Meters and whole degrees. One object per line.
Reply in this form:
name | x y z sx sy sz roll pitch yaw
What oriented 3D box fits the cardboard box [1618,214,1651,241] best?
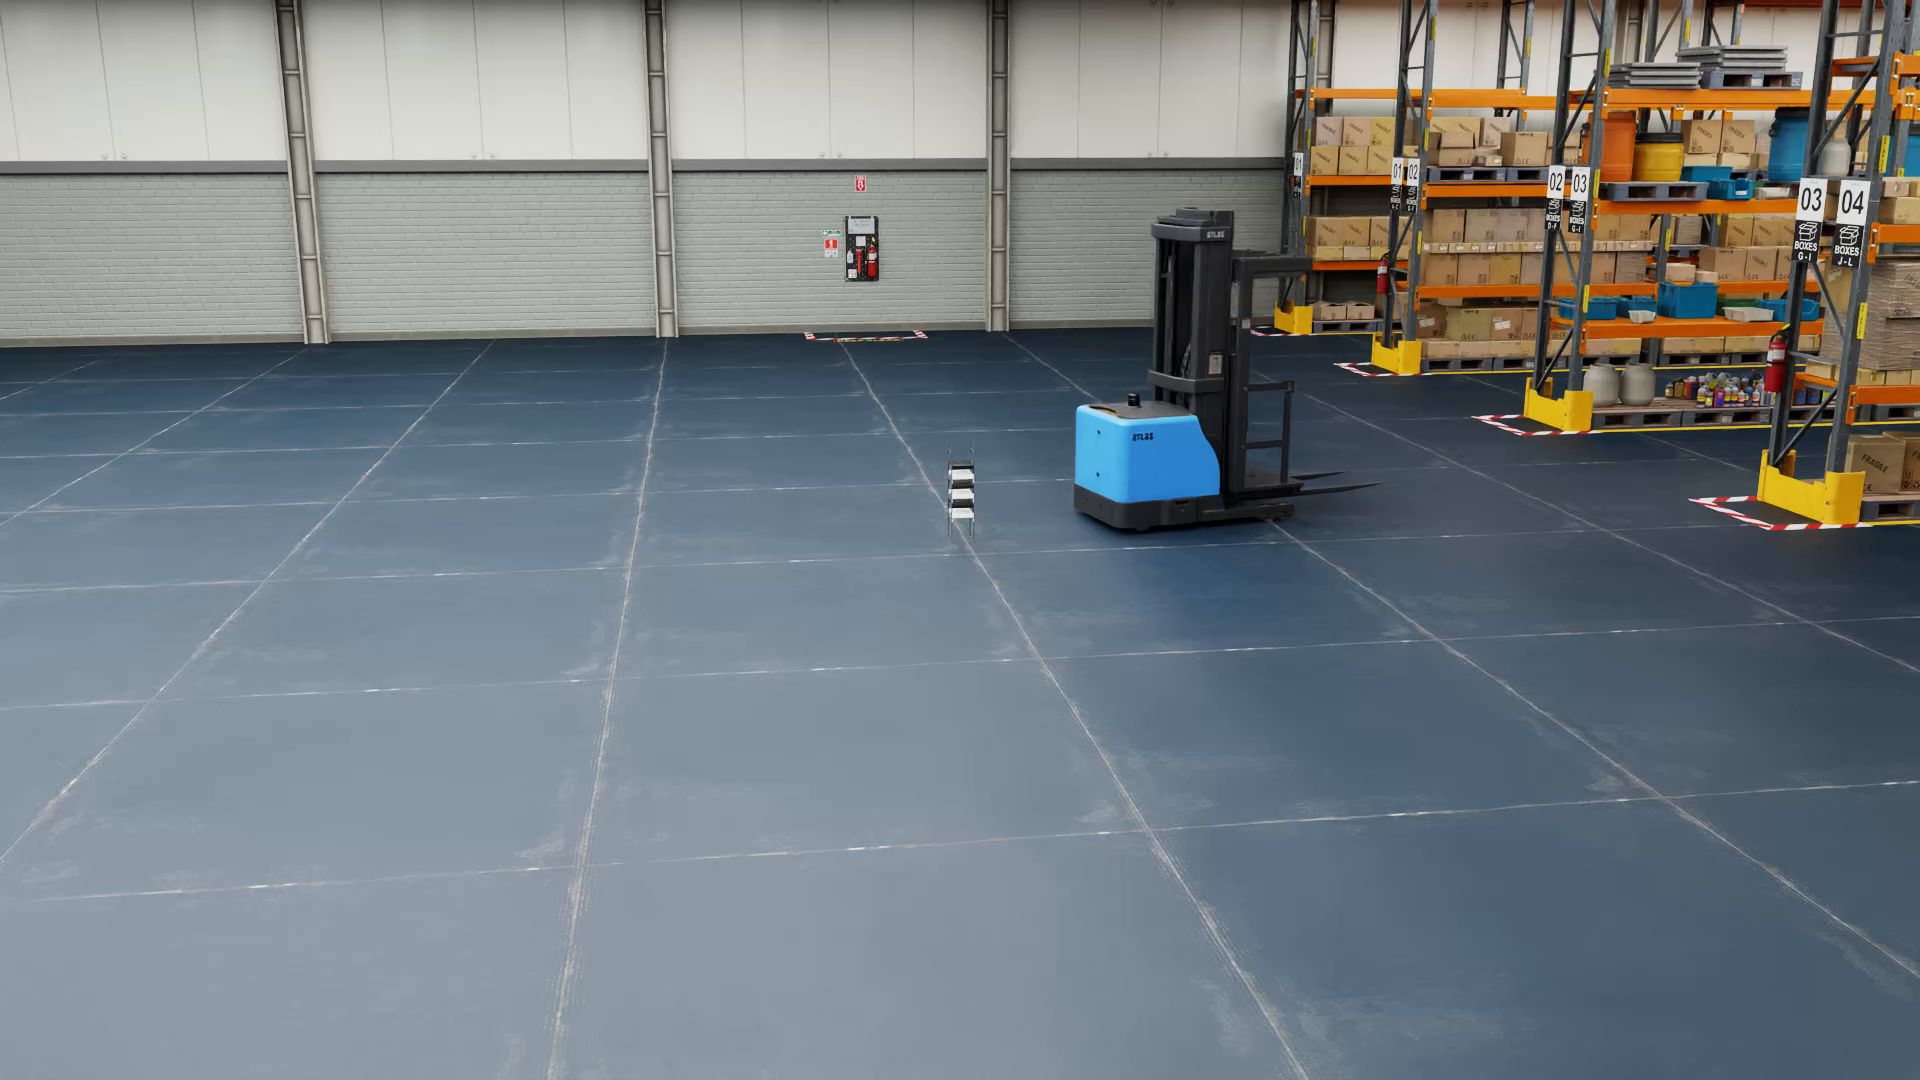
cardboard box | 10.315 -4.929 25.864 0.500 0.500 0.700 -2 14 -8

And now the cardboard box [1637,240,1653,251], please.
cardboard box | 10.516 -4.570 25.769 0.250 0.149 0.380 -2 14 -8

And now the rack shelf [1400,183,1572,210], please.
rack shelf | 8.775 -5.302 25.538 4.000 0.370 1.077 -2 14 -8

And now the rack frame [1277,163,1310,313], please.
rack frame | 6.056 -5.315 30.277 0.127 3.000 1.000 -2 14 -8

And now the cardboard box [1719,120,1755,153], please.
cardboard box | 11.928 -6.257 25.771 0.500 0.500 0.500 -1 14 -3

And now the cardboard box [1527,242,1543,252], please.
cardboard box | 8.738 -4.505 25.507 0.250 0.149 0.380 -2 14 -8

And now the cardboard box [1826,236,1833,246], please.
cardboard box | 16.502 -5.838 31.504 0.500 0.500 0.500 -2 14 -8

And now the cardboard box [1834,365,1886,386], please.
cardboard box | 8.587 -1.572 15.868 0.250 0.149 0.380 -2 14 -8

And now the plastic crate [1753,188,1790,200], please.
plastic crate | 9.960 -4.249 20.401 0.396 0.136 0.243 -2 14 -8

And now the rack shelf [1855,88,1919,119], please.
rack shelf | 13.465 -5.516 21.049 4.000 0.370 1.077 -2 14 -8

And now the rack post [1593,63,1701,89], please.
rack post | 8.298 -5.596 20.093 0.954 0.300 0.937 -1 14 -2

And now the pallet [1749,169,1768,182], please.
pallet | 12.945 -5.690 25.992 1.213 0.211 1.003 -1 14 -6

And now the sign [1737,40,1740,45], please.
sign | 14.057 -8.876 30.061 0.005 0.325 0.100 -2 14 -8

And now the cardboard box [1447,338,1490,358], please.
cardboard box | 7.855 -2.979 25.750 0.500 0.250 0.500 -2 14 -8

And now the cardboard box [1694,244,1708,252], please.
cardboard box | 14.250 -5.566 31.754 0.250 0.149 0.380 -2 14 -7

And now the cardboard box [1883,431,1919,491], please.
cardboard box | 9.476 -0.780 16.471 0.500 0.500 0.500 2 14 6

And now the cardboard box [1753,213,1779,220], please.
cardboard box | 14.985 -6.145 31.188 0.500 0.250 0.500 -2 14 -9

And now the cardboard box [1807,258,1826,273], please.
cardboard box | 13.795 -4.385 26.750 0.500 0.311 0.500 -2 14 -9

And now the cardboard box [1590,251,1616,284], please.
cardboard box | 9.794 -4.279 25.940 0.500 0.500 0.700 -2 14 -9

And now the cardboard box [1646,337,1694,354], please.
cardboard box | 11.189 -3.094 26.209 0.500 0.250 0.500 -2 14 -10

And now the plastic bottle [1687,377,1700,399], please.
plastic bottle | 9.552 -1.977 21.646 0.133 0.283 0.061 -2 14 -8

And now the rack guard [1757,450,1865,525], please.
rack guard | 8.345 -0.531 16.340 0.348 0.500 1.175 -2 14 -8

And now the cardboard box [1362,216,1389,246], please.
cardboard box | 7.575 -5.594 30.113 0.500 0.500 0.500 -3 14 -10

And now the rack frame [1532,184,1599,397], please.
rack frame | 7.532 -2.932 20.775 0.127 3.000 1.000 -2 14 -8

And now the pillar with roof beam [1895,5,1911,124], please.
pillar with roof beam | 19.127 -7.858 28.083 0.400 9.000 9.100 -2 14 -8

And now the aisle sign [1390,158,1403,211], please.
aisle sign | 6.689 -5.453 25.483 0.004 0.787 0.394 -2 14 -8

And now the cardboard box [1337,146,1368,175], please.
cardboard box | 6.960 -6.791 29.750 0.500 0.500 0.500 -1 14 -5

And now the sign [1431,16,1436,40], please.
sign | 6.874 -7.430 24.131 0.005 0.325 0.100 -2 14 -8

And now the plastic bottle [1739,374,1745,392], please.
plastic bottle | 10.271 -2.041 21.900 0.133 0.283 0.061 -1 14 -6

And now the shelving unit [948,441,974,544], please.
shelving unit | 0.008 -0.437 15.142 0.210 0.900 0.258 -2 14 -8

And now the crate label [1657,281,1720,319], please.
crate label | 9.312 -3.081 21.296 0.616 0.435 0.502 -2 14 -8

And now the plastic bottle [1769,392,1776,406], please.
plastic bottle | 10.384 -1.894 21.178 0.185 0.351 0.144 -2 14 -9

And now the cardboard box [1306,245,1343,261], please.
cardboard box | 6.586 -5.193 30.059 0.500 0.250 0.500 -3 14 -10

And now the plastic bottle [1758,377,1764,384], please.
plastic bottle | 10.502 -2.003 21.776 0.097 0.271 0.097 0 14 0

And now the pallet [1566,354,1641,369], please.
pallet | 9.960 -2.897 26.369 1.213 0.211 1.003 -2 14 -8

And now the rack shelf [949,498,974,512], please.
rack shelf | 0.008 -0.317 15.172 0.200 0.077 0.258 -2 14 -8

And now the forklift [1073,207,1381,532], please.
forklift | 2.676 -1.707 16.033 3.031 2.935 1.130 -6 15 -21

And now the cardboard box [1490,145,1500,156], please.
cardboard box | 8.447 -5.932 25.604 0.500 0.311 0.500 0 14 -2

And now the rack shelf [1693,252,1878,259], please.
rack shelf | 15.944 -5.329 31.810 4.000 0.370 1.077 -2 14 -8

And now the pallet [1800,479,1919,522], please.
pallet | 9.153 -0.412 16.458 1.213 0.211 1.003 -2 14 -8

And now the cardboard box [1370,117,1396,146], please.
cardboard box | 7.482 -7.296 29.708 0.500 0.500 0.500 -2 14 -7

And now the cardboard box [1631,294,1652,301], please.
cardboard box | 12.736 -4.577 31.567 0.500 0.500 0.700 -2 14 -8

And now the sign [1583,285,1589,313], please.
sign | 7.609 -2.934 20.213 0.005 0.325 0.100 -2 14 -8

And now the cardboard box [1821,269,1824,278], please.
cardboard box | 13.860 -4.193 26.318 0.250 0.149 0.380 -2 14 -8

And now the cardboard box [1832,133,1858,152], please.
cardboard box | 16.495 -7.426 31.416 0.500 0.500 0.700 -2 14 -9

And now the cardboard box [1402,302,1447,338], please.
cardboard box | 7.284 -3.448 26.082 0.500 0.500 0.500 -2 14 -8

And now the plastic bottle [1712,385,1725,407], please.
plastic bottle | 9.598 -1.822 21.030 0.133 0.283 0.061 -2 14 -7

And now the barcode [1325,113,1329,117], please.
barcode | 6.683 -7.741 30.288 0.075 0.075 0.001 -2 14 -8

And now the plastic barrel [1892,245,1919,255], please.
plastic barrel | 11.914 -3.261 21.057 0.708 0.901 0.600 -2 14 -8
